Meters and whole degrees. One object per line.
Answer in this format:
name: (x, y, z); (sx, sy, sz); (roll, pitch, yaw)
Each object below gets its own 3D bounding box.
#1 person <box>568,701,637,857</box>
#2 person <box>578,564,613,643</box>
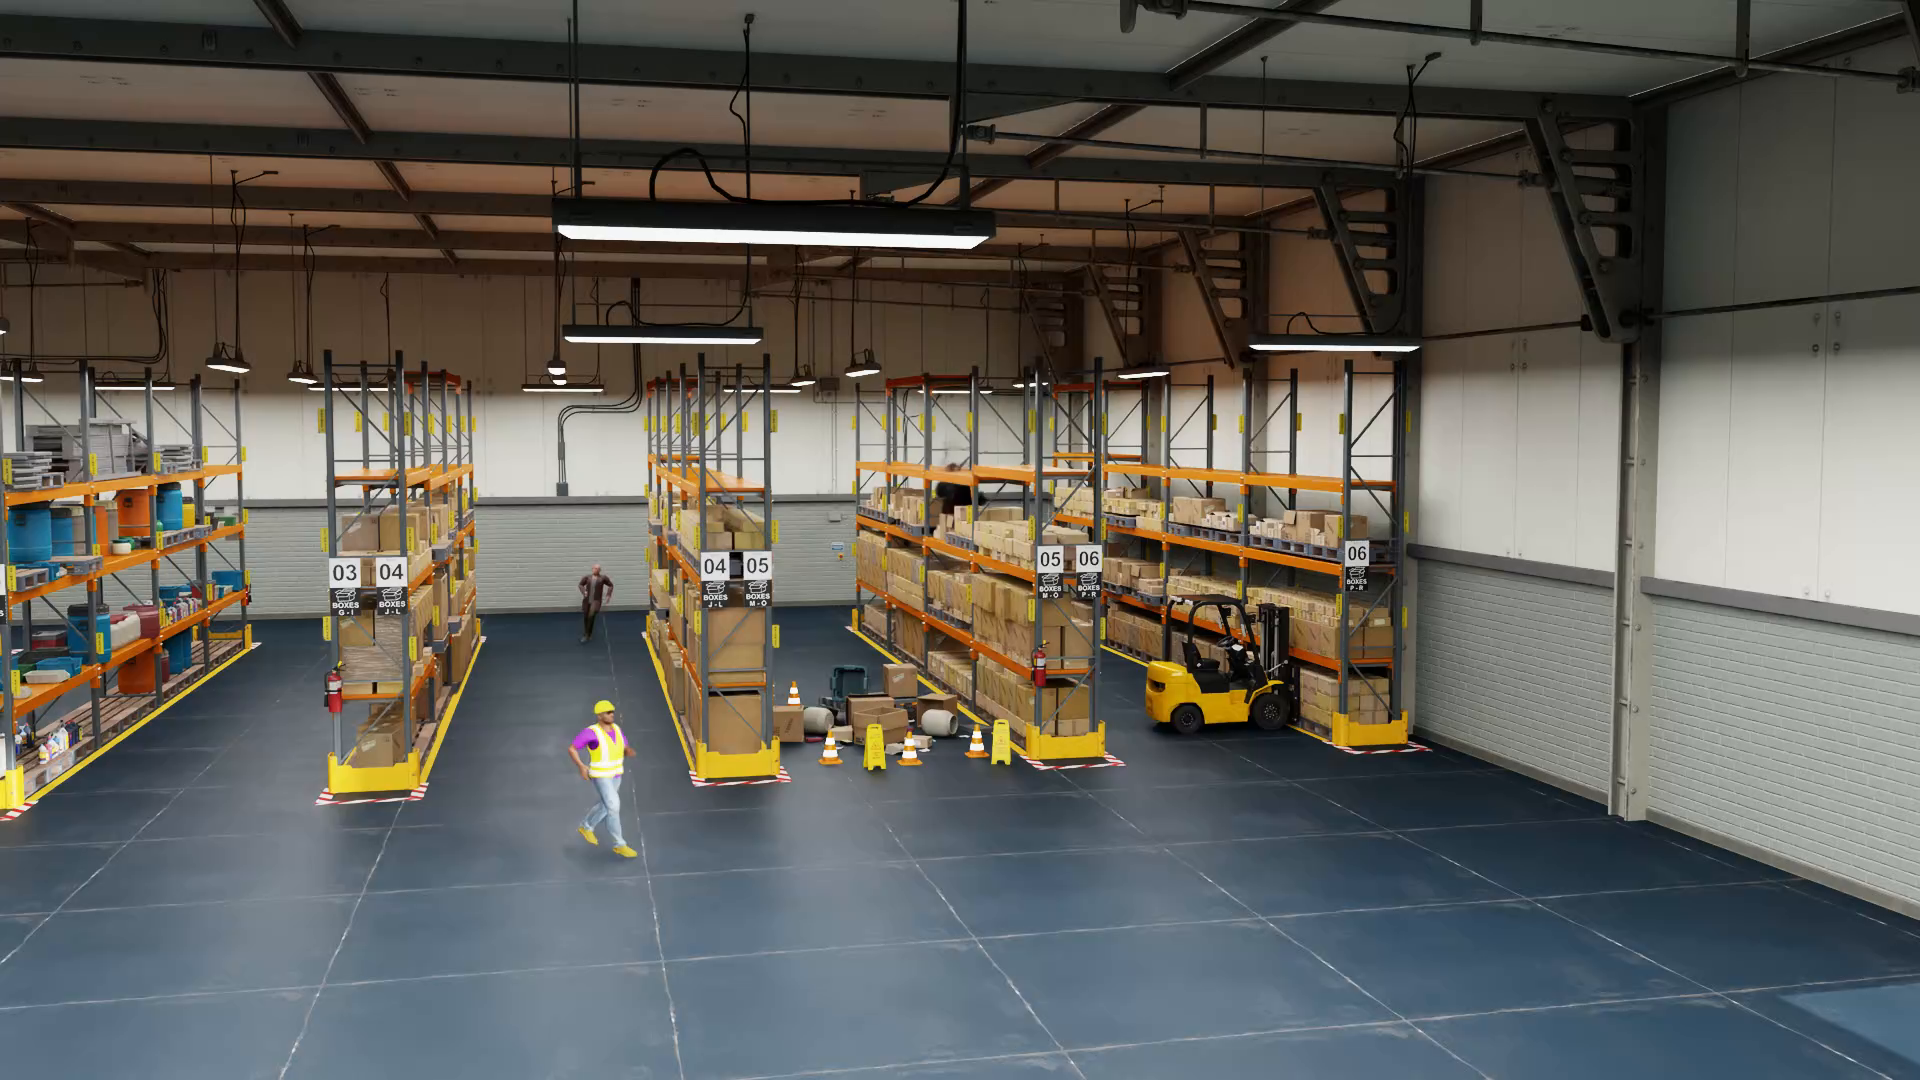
person: (-4.109, 2.742, 19.334); (0.966, 1.760, 0.705); (2, 5, 29)
person: (-8.427, 1.441, 38.304); (0.781, 1.784, 0.922); (0, 4, 4)
